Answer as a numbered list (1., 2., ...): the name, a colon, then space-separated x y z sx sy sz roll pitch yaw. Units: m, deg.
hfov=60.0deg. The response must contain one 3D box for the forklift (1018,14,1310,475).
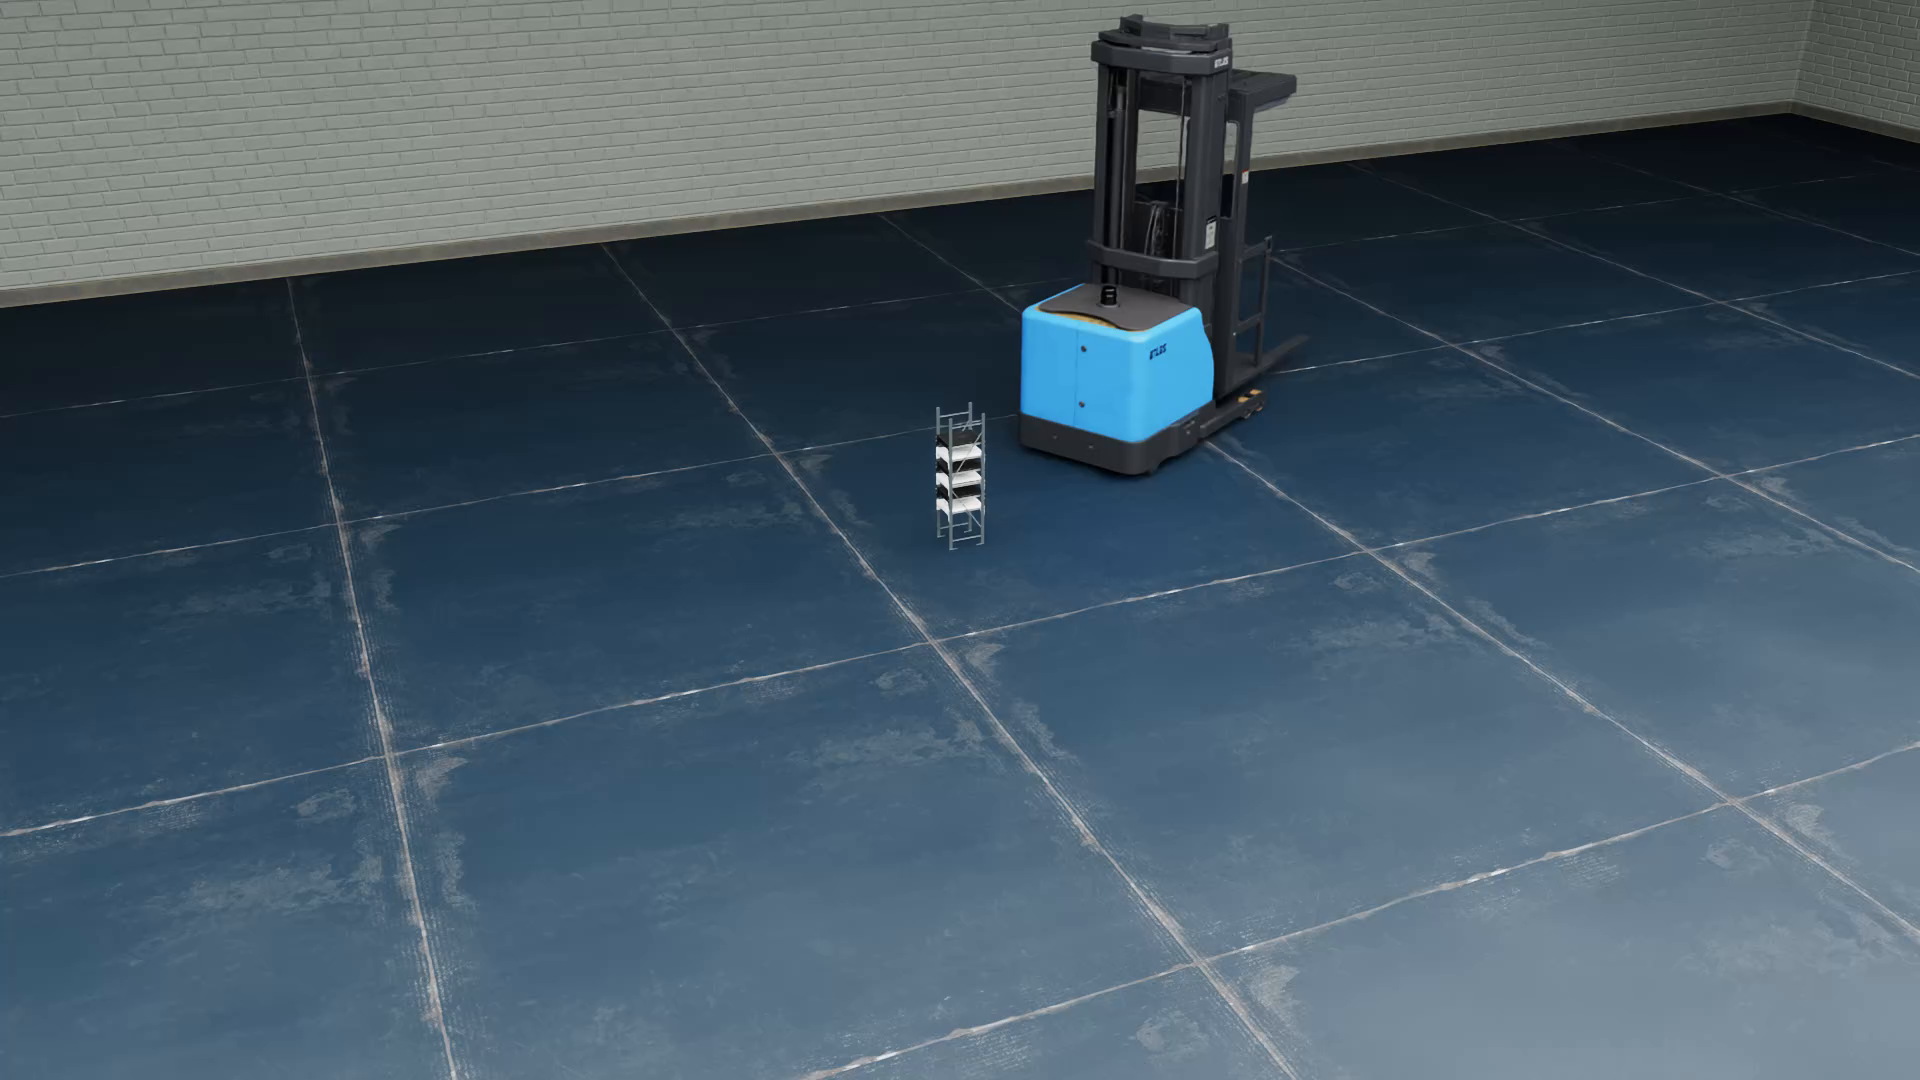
1. forklift: 1.705 -2.354 12.231 1.130 2.935 3.031 18 31 33

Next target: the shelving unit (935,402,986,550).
1. shelving unit: 0.003 -0.401 10.546 0.258 0.900 0.210 -11 28 -21

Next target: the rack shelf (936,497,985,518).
1. rack shelf: 0.003 -0.209 10.639 0.258 0.077 0.200 -11 28 -21

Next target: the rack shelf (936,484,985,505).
1. rack shelf: 0.003 -0.290 10.600 0.258 0.077 0.200 -11 28 -21

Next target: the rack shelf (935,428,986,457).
1. rack shelf: 0.003 -0.614 10.442 0.258 0.077 0.200 -11 28 -21

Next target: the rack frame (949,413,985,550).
1. rack frame: 0.043 -0.360 10.462 0.240 0.900 0.006 -11 28 -21

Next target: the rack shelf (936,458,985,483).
1. rack shelf: 0.003 -0.452 10.521 0.258 0.077 0.200 -11 28 -21

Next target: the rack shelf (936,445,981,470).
1. rack shelf: 0.003 -0.533 10.481 0.258 0.077 0.200 -11 28 -21

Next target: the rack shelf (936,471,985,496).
1. rack shelf: 0.003 -0.371 10.560 0.258 0.077 0.200 -11 28 -21

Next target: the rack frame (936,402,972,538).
1. rack frame: -0.037 -0.442 10.630 0.240 0.900 0.006 -11 28 -21
